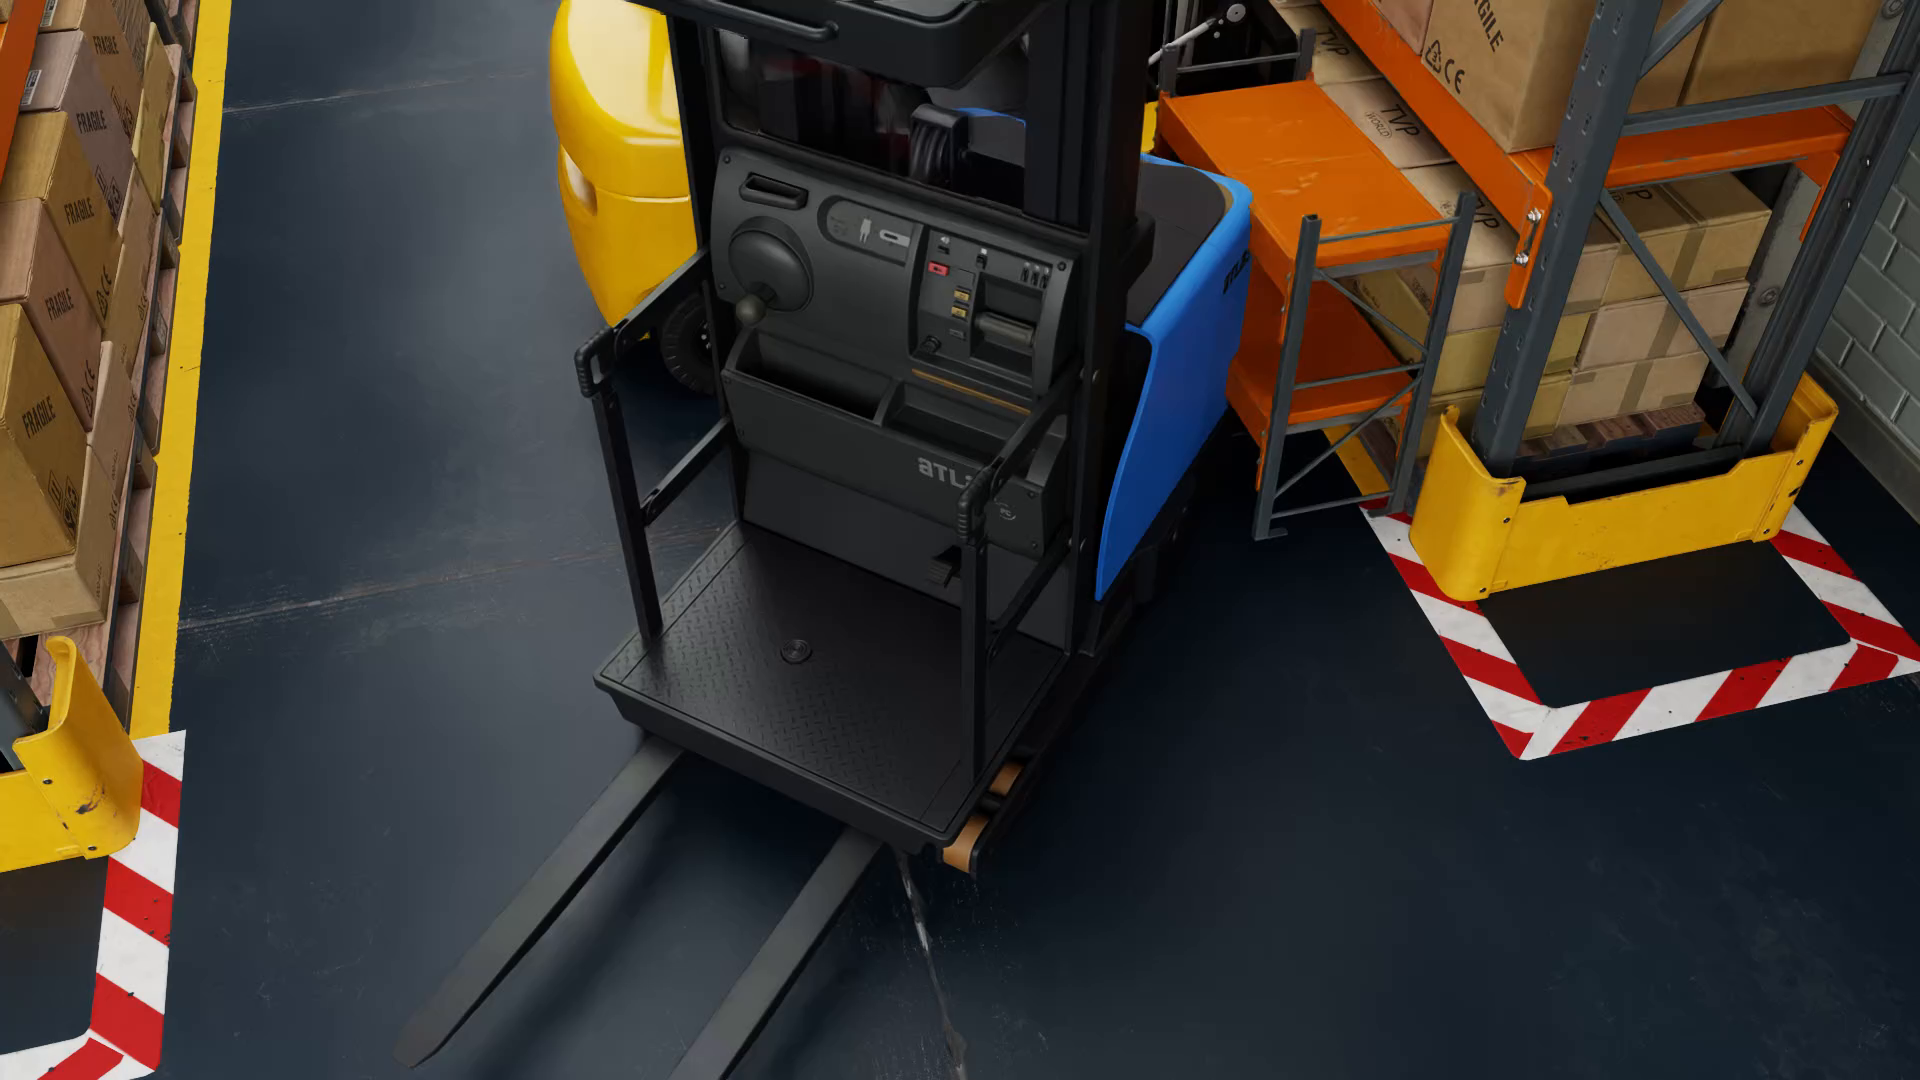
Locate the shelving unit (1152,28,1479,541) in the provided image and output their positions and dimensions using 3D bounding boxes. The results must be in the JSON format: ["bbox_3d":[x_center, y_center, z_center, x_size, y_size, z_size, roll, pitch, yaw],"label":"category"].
[{"bbox_3d":[1.001,-0.797,5.136,0.538,1.125,1.048,-11,43,-12],"label":"shelving unit"}]

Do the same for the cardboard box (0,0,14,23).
[{"bbox_3d":[-3.037,-1.638,4.931,0.380,0.149,0.250,-10,46,-10],"label":"cardboard box"}]

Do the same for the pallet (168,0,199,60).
[{"bbox_3d":[-4.016,-2.507,7.559,1.003,0.211,1.213,-11,47,-10],"label":"pallet"}]

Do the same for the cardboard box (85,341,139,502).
[{"bbox_3d":[-2.854,-0.330,5.104,0.500,0.250,0.500,-9,46,-9],"label":"cardboard box"}]

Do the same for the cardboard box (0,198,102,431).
[{"bbox_3d":[-2.875,-0.615,4.859,0.500,0.500,0.500,-12,47,-12],"label":"cardboard box"}]

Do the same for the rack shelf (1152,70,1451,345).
[{"bbox_3d":[1.002,-1.014,4.940,0.538,0.278,1.000,-11,43,-12],"label":"rack shelf"}]

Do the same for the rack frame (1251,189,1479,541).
[{"bbox_3d":[1.140,-0.469,4.774,0.500,1.125,0.032,-11,43,-12],"label":"rack frame"}]

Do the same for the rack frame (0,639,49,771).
[{"bbox_3d":[-2.791,-0.184,3.330,1.000,3.000,0.127,-11,47,-10],"label":"rack frame"}]

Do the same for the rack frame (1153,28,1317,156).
[{"bbox_3d":[0.861,-1.126,5.498,0.500,1.125,0.032,-11,43,-12],"label":"rack frame"}]

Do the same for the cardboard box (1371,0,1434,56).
[{"bbox_3d":[1.503,-1.781,4.825,0.500,0.500,0.500,-9,46,-9],"label":"cardboard box"}]

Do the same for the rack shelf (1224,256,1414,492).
[{"bbox_3d":[1.000,-0.616,5.300,0.538,0.278,1.000,-11,43,-12],"label":"rack shelf"}]

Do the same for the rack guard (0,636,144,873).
[{"bbox_3d":[-2.811,0.638,4.274,1.175,0.500,0.348,-11,47,-10],"label":"rack guard"}]

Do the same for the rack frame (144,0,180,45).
[{"bbox_3d":[-3.815,-2.946,6.037,1.000,3.000,0.127,-11,47,-10],"label":"rack frame"}]

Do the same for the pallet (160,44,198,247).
[{"bbox_3d":[-3.609,-1.513,6.585,1.003,0.211,1.213,-11,47,-10],"label":"pallet"}]

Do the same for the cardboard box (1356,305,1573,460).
[{"bbox_3d":[1.581,-0.546,5.316,0.500,0.250,0.500,-10,46,-10],"label":"cardboard box"}]

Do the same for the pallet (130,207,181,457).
[{"bbox_3d":[-3.293,-0.669,5.758,1.003,0.211,1.213,-11,47,-10],"label":"pallet"}]

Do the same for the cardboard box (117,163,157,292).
[{"bbox_3d":[-3.132,-1.054,5.814,0.500,0.250,0.500,-10,46,-10],"label":"cardboard box"}]

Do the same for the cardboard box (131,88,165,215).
[{"bbox_3d":[-3.258,-1.406,6.158,0.500,0.250,0.500,-12,47,-11],"label":"cardboard box"}]

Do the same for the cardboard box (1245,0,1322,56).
[{"bbox_3d":[1.189,-1.939,5.981,0.500,0.250,0.500,-12,47,-11],"label":"cardboard box"}]

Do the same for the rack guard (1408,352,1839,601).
[{"bbox_3d":[2.012,-0.203,5.099,1.175,0.500,0.348,-11,47,-10],"label":"rack guard"}]

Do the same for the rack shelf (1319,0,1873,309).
[{"bbox_3d":[1.494,-2.223,5.832,1.077,0.370,4.000,-11,47,-10],"label":"rack shelf"}]

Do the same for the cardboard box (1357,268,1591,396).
[{"bbox_3d":[1.579,-0.733,5.149,0.500,0.250,0.500,-11,47,-11],"label":"cardboard box"}]

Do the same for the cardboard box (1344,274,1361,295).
[{"bbox_3d":[1.462,-1.081,5.490,0.500,0.250,0.500,-11,47,-11],"label":"cardboard box"}]

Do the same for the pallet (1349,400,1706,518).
[{"bbox_3d":[1.770,-0.639,5.728,1.003,0.211,1.213,-11,47,-10],"label":"pallet"}]

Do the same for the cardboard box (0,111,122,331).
[{"bbox_3d":[-2.995,-0.963,5.200,0.500,0.500,0.500,-10,46,-10],"label":"cardboard box"}]

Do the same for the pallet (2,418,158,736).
[{"bbox_3d":[-2.984,0.172,4.934,1.003,0.211,1.213,-11,47,-10],"label":"pallet"}]

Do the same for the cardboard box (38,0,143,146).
[{"bbox_3d":[-3.272,-1.683,5.905,0.500,0.500,0.500,-10,46,-10],"label":"cardboard box"}]

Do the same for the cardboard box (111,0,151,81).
[{"bbox_3d":[-3.404,-2.033,6.249,0.500,0.500,0.500,-11,47,-11],"label":"cardboard box"}]

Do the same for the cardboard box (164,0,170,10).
[{"bbox_3d":[-3.952,-2.535,7.180,0.950,0.372,0.625,-10,46,-10],"label":"cardboard box"}]

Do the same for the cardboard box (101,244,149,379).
[{"bbox_3d":[-3.006,-0.704,5.471,0.500,0.250,0.500,-8,46,-8],"label":"cardboard box"}]

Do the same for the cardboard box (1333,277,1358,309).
[{"bbox_3d":[1.462,-0.891,5.654,0.500,0.250,0.500,-11,47,-10],"label":"cardboard box"}]

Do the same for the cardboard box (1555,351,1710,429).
[{"bbox_3d":[2.070,-0.654,5.422,0.500,0.250,0.500,-11,47,-10],"label":"cardboard box"}]

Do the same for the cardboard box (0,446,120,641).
[{"bbox_3d":[-2.730,0.024,4.758,0.500,0.250,0.500,-11,47,-11],"label":"cardboard box"}]

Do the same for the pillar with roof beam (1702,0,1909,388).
[{"bbox_3d":[-1.462,-3.053,1.941,9.100,9.000,0.400,-11,47,-10],"label":"pillar with roof beam"}]

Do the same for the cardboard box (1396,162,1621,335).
[{"bbox_3d":[1.587,-0.890,4.953,0.500,0.250,0.500,-9,46,-9],"label":"cardboard box"}]

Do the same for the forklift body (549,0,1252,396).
[{"bbox_3d":[-0.243,-1.773,5.482,2.313,2.155,1.214,-11,47,-10],"label":"forklift body"}]

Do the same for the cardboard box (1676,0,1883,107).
[{"bbox_3d":[2.148,-1.522,4.571,0.500,0.500,0.500,-9,46,-9],"label":"cardboard box"}]

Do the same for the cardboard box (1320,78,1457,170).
[{"bbox_3d":[1.450,-1.241,5.297,0.500,0.250,0.500,-10,46,-10],"label":"cardboard box"}]

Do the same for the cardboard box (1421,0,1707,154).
[{"bbox_3d":[1.626,-1.421,4.472,0.500,0.500,0.500,-12,47,-11],"label":"cardboard box"}]

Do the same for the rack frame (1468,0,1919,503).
[{"bbox_3d":[2.006,-1.094,4.222,1.000,3.000,0.127,-11,47,-10],"label":"rack frame"}]

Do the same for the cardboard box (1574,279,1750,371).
[{"bbox_3d":[2.087,-0.817,5.231,0.500,0.250,0.500,-10,46,-10],"label":"cardboard box"}]

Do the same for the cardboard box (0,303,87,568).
[{"bbox_3d":[-2.737,-0.255,4.506,0.500,0.500,0.500,-12,47,-12],"label":"cardboard box"}]

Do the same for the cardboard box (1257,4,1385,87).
[{"bbox_3d":[1.312,-1.588,5.637,0.500,0.250,0.500,-10,46,-10],"label":"cardboard box"}]

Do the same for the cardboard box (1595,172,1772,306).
[{"bbox_3d":[2.066,-0.995,5.056,0.500,0.250,0.500,-11,47,-11],"label":"cardboard box"}]

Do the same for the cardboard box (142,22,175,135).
[{"bbox_3d":[-3.404,-1.771,6.517,0.500,0.250,0.500,-9,46,-9],"label":"cardboard box"}]

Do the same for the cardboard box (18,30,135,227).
[{"bbox_3d":[-3.141,-1.331,5.560,0.500,0.500,0.500,-8,46,-8],"label":"cardboard box"}]

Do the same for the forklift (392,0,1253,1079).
[{"bbox_3d":[-0.276,-0.527,3.714,1.130,2.935,3.031,21,49,20],"label":"forklift"}]
